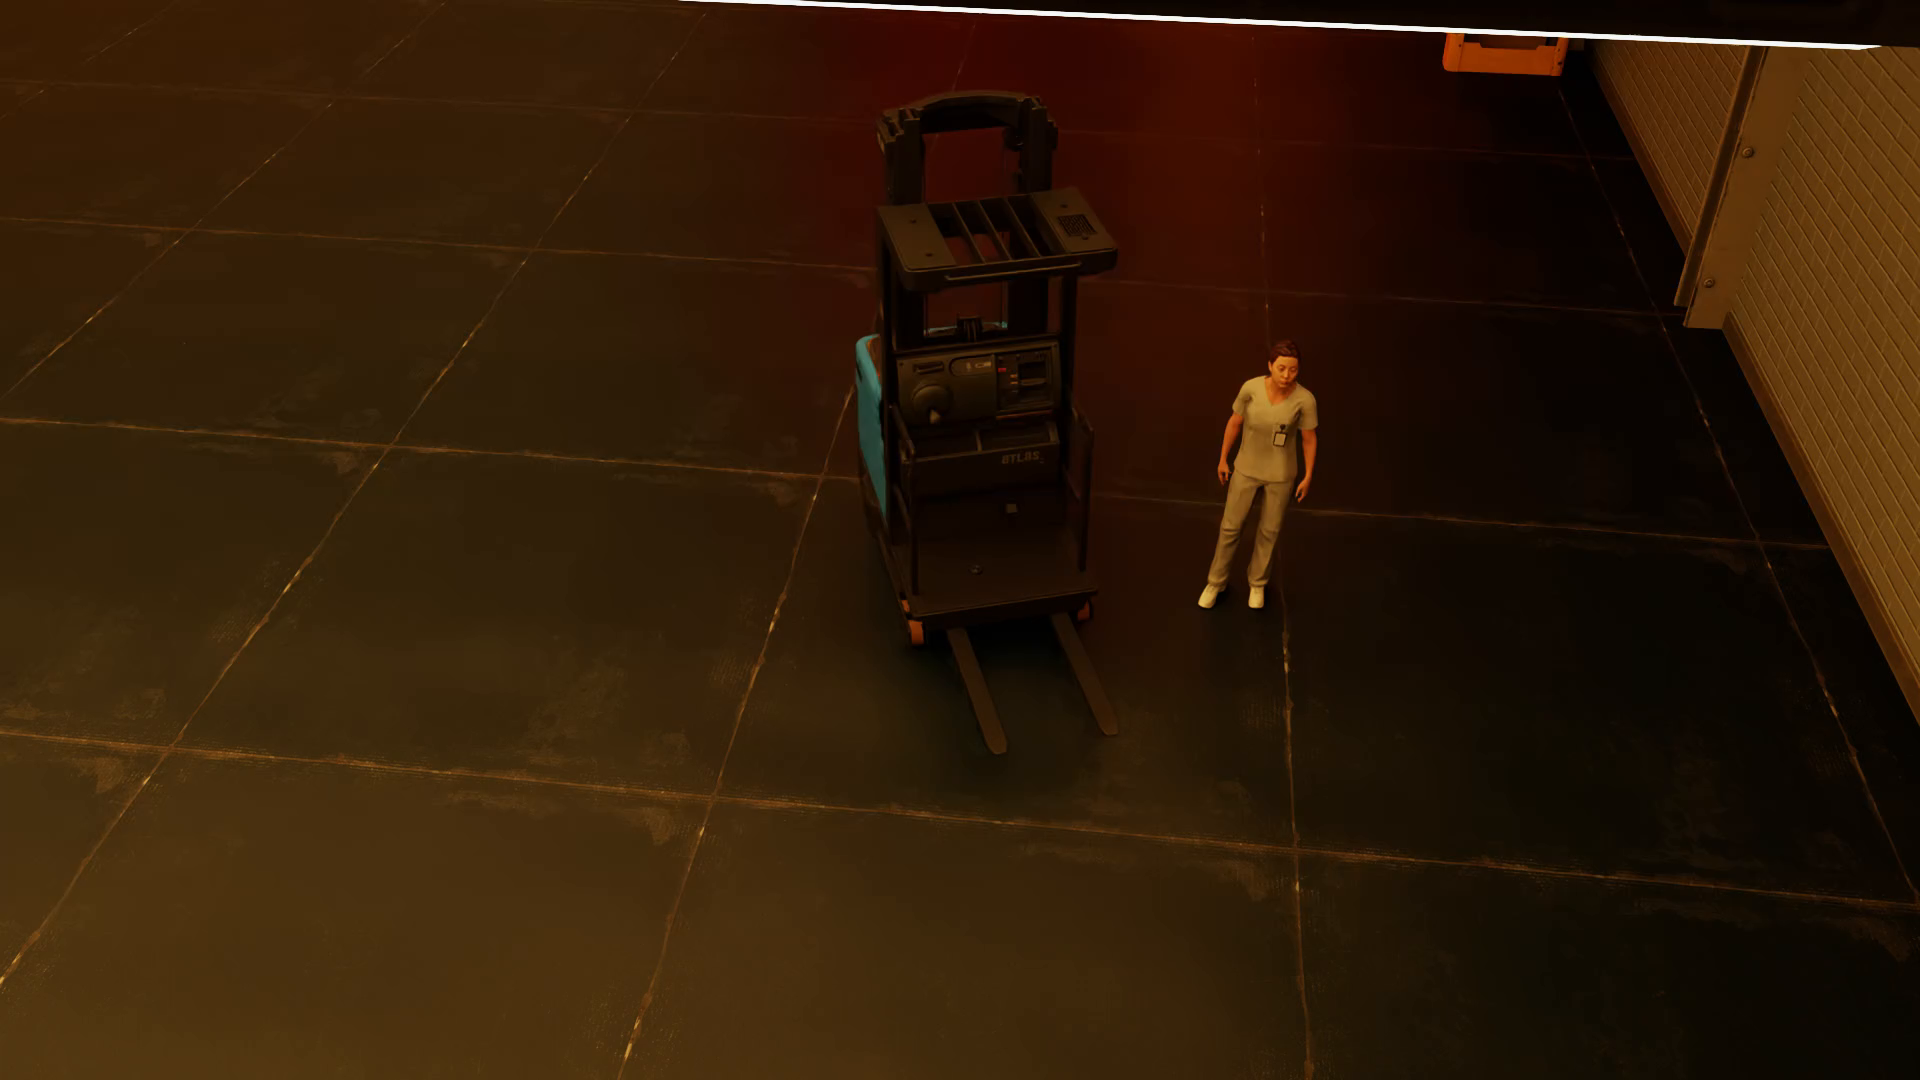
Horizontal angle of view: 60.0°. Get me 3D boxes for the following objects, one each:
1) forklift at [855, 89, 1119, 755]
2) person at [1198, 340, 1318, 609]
[{"bbox_3d":[0.161,-0.810,9.128,1.130,2.935,3.031,-8,37,-11],"label":"forklift"},{"bbox_3d":[1.745,-0.356,9.568,0.543,1.679,0.516,10,38,13],"label":"person"}]
